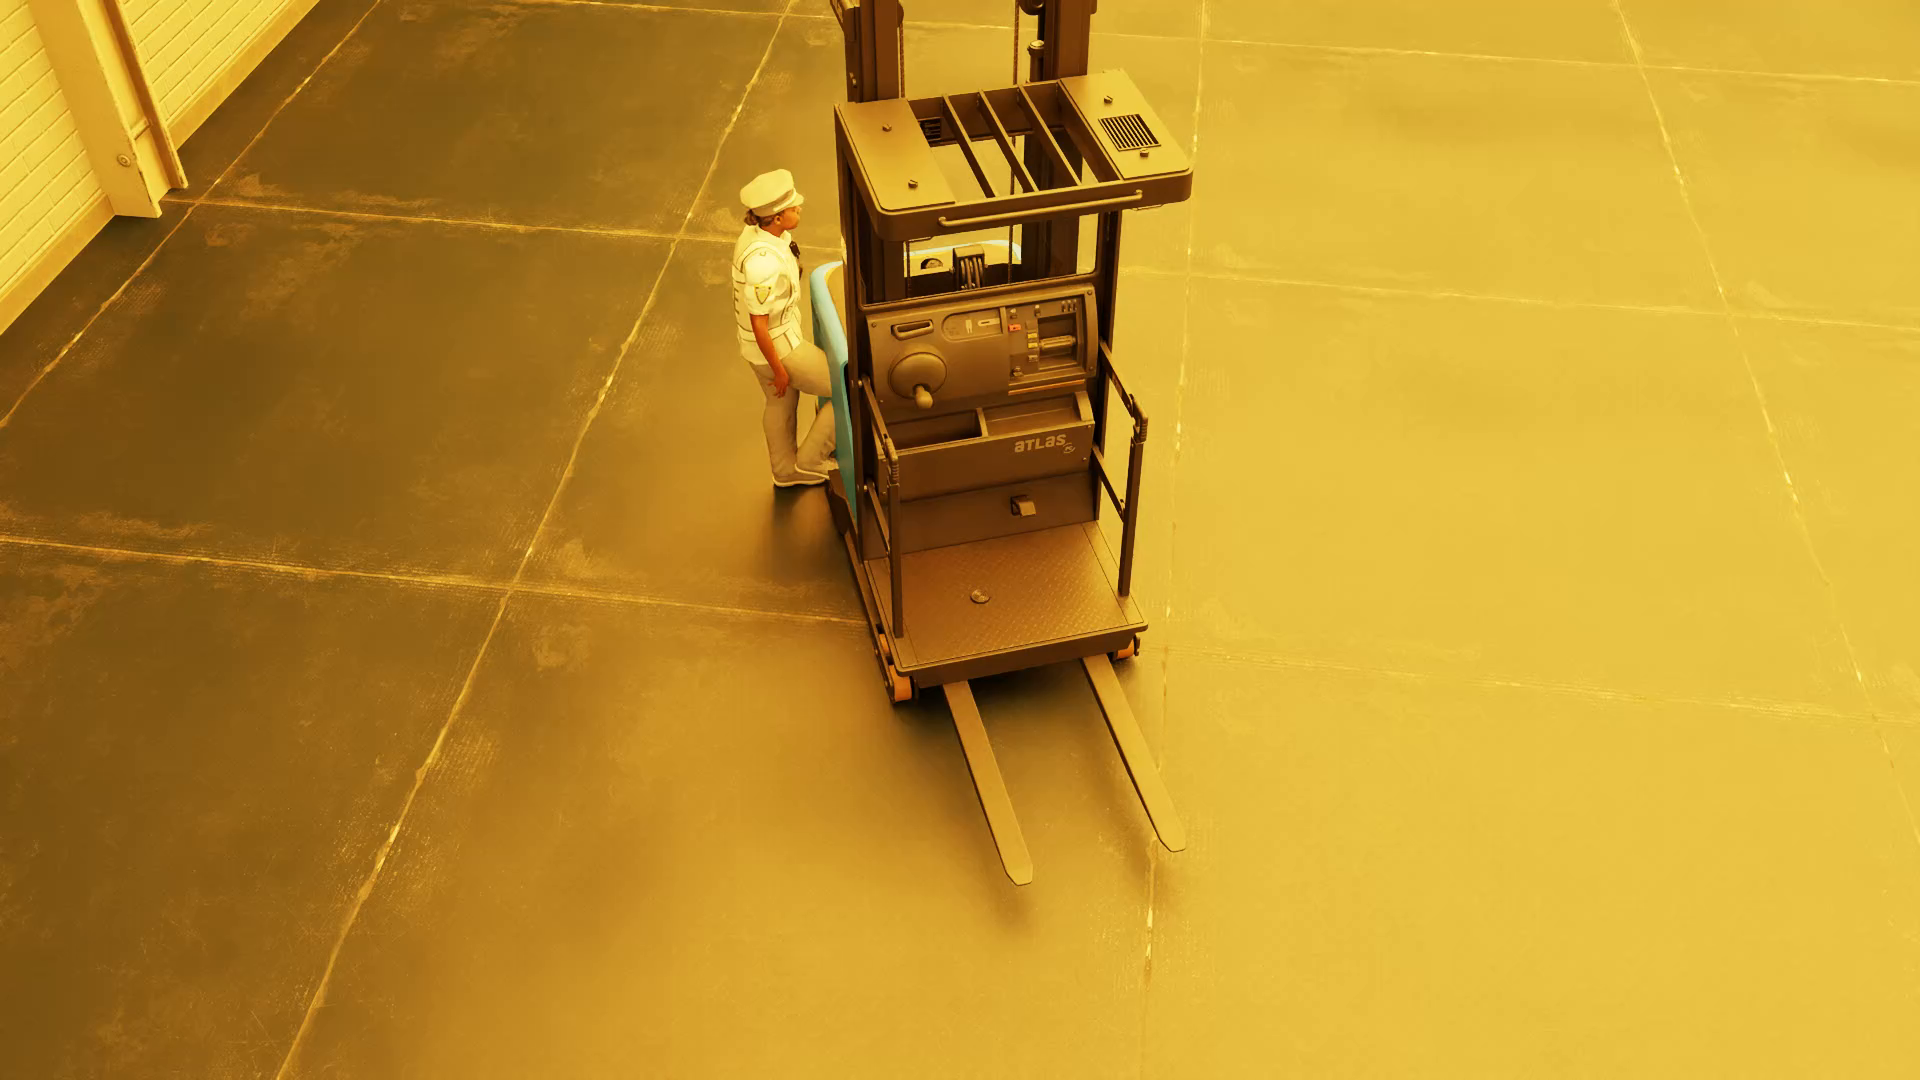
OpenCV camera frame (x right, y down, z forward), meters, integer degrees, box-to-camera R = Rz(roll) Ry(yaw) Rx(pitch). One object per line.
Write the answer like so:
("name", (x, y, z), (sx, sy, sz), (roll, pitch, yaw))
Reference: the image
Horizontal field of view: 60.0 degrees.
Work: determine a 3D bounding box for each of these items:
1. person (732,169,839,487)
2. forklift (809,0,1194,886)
("person", (-0.729, -0.892, 7.608), (0.567, 1.682, 0.572), (-5, 43, -5))
("forklift", (0.153, -0.681, 6.465), (1.130, 2.935, 3.031), (-10, 44, -11))
